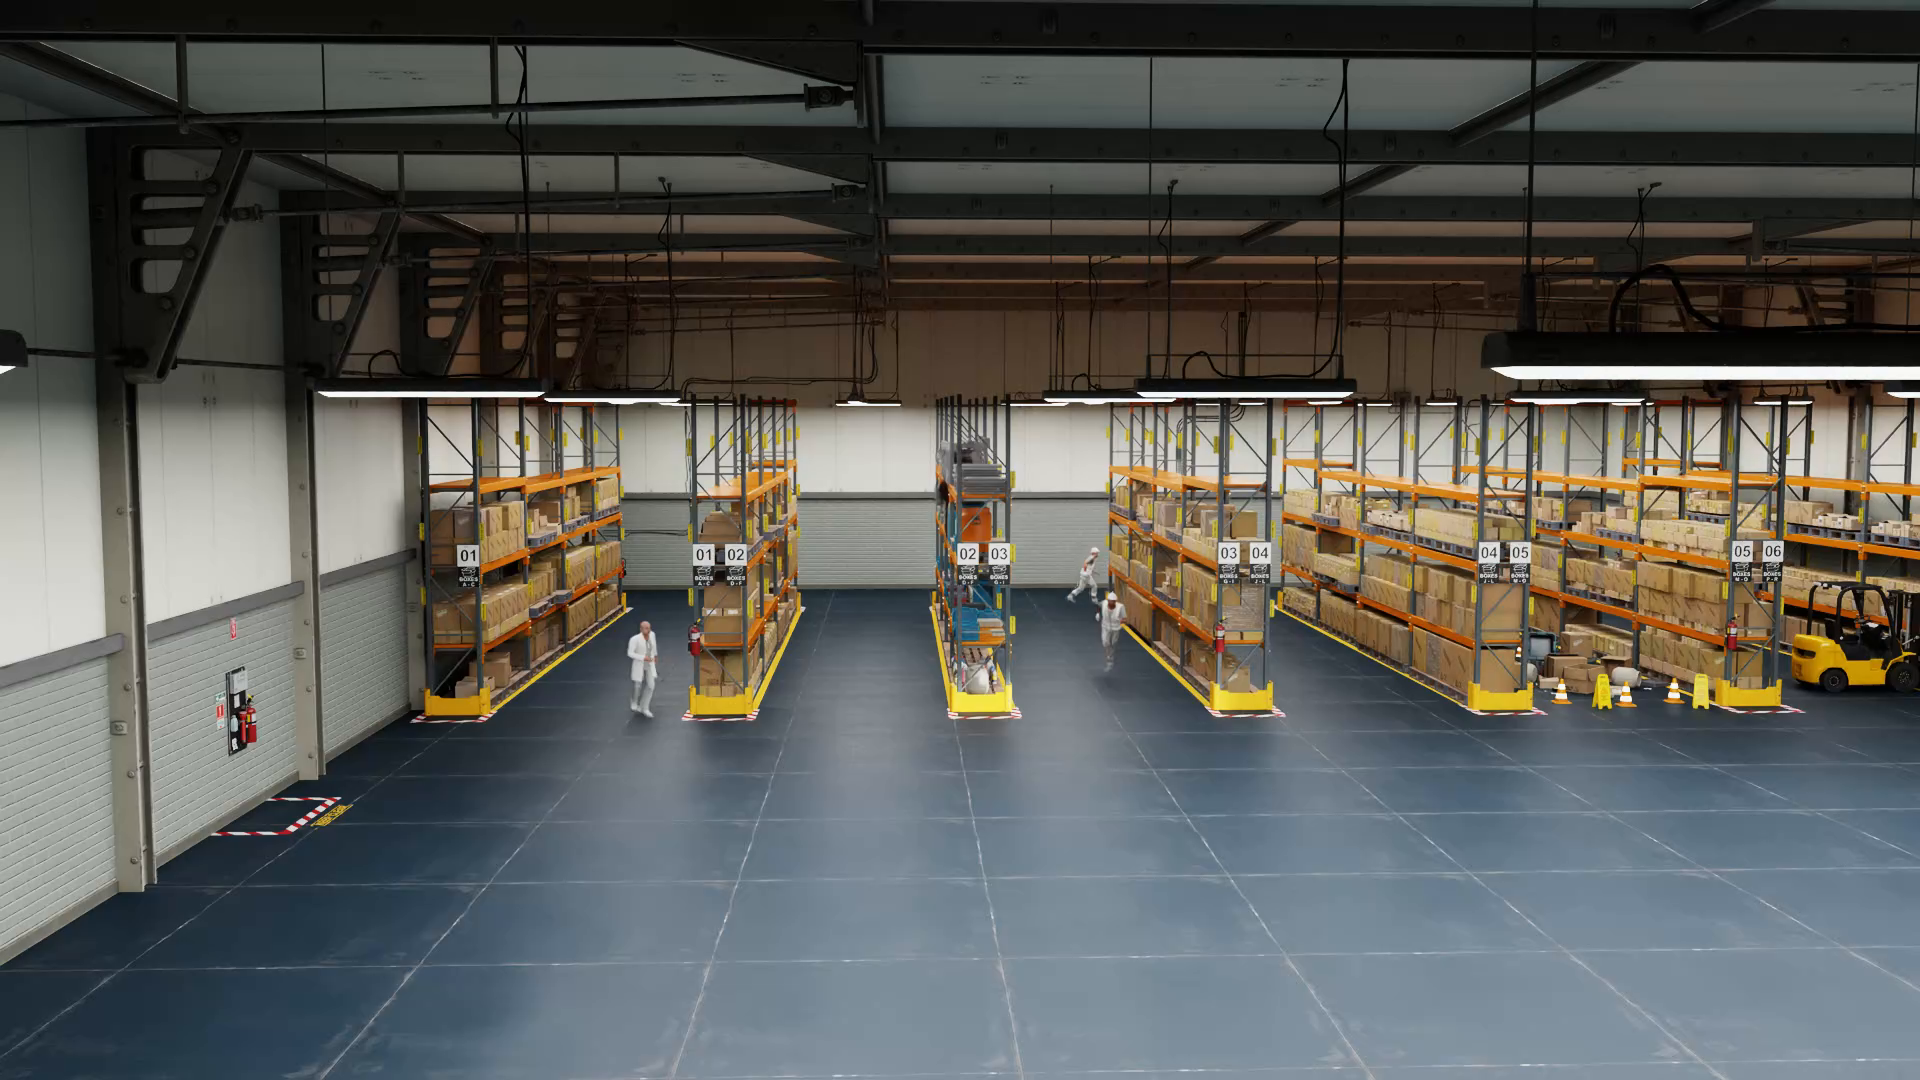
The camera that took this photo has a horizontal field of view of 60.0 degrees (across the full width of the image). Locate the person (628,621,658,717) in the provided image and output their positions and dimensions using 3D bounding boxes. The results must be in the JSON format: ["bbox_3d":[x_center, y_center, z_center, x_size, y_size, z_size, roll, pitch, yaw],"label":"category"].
[{"bbox_3d":[-5.997,2.397,31.253,0.688,1.795,0.864,-3,5,-33],"label":"person"}]

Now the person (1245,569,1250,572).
[{"bbox_3d":[8.177,1.224,46.083,0.644,1.743,0.605,0,5,-4],"label":"person"}]

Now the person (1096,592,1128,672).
[{"bbox_3d":[3.189,1.904,35.035,0.684,1.676,1.112,1,5,7],"label":"person"}]

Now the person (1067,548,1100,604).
[{"bbox_3d":[3.632,1.051,48.444,1.076,1.657,0.686,-1,5,-7],"label":"person"}]
